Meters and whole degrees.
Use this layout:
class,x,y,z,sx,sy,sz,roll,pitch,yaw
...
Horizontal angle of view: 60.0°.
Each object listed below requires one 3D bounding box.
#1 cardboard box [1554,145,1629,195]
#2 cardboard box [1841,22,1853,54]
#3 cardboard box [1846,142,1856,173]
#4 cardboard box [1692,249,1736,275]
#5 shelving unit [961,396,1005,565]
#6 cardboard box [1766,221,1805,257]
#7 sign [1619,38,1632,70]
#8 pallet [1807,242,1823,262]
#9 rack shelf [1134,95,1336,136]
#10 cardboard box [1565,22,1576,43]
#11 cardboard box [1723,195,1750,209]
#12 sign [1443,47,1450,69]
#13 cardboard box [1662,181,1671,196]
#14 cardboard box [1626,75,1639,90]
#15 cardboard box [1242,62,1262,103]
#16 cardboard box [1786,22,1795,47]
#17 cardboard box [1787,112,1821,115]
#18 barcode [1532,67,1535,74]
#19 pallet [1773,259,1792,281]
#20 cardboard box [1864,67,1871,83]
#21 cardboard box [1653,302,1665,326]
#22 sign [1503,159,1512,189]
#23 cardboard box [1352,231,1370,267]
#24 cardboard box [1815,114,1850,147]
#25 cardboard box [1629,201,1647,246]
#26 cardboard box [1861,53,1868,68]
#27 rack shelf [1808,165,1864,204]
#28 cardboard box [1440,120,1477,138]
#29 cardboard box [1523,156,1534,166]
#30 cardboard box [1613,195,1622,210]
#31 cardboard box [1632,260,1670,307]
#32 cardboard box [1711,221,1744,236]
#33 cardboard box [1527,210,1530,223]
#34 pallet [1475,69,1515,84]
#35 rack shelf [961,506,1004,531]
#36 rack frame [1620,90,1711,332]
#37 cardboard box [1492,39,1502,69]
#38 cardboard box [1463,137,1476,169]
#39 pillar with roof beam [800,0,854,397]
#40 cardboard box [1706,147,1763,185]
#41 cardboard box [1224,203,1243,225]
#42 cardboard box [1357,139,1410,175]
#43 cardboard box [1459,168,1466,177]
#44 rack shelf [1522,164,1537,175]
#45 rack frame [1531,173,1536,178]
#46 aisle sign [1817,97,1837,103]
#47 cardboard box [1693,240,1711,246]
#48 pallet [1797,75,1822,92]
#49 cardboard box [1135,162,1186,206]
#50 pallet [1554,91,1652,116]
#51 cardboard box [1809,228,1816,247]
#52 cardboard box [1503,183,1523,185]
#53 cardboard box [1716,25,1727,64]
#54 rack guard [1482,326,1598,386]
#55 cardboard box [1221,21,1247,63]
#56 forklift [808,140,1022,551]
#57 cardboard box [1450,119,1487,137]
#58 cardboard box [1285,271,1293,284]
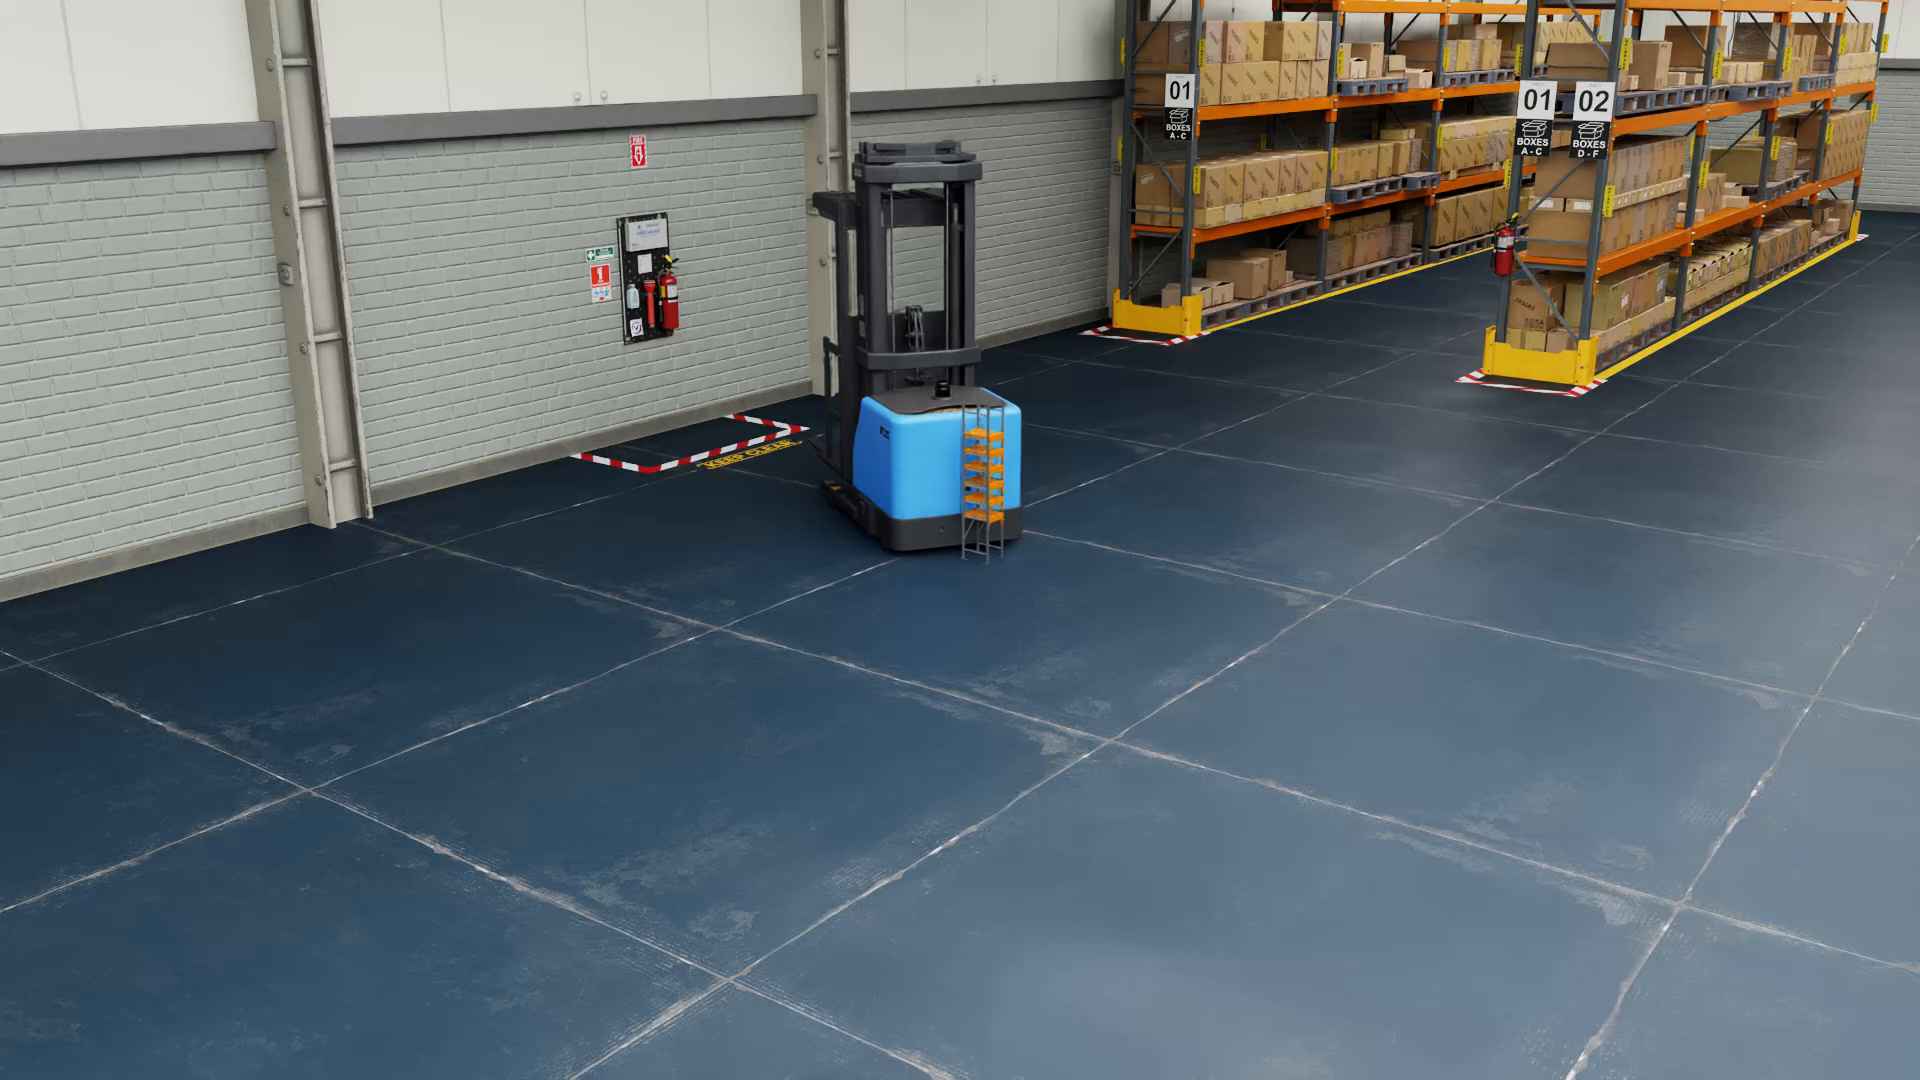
class,x,y,z,sx,sy,sz,roll,pitch,yaw
cardboard box,7.098,-4.174,18.772,0.700,0.500,0.500,12,21,33
cardboard box,14.290,-8.292,27.475,0.700,0.500,0.500,12,21,35
cardboard box,15.347,-6.721,29.161,0.500,0.500,0.500,13,21,35
cardboard box,10.514,-3.907,23.250,0.500,0.311,0.500,12,21,34
shelving unit,0.167,-0.430,12.107,0.258,1.200,0.189,12,21,35
cardboard box,13.254,-4.849,26.775,0.500,0.500,0.500,13,21,35
sign,6.912,-5.048,17.275,0.100,0.325,0.005,12,21,35
pallet,14.029,-4.949,28.325,1.003,0.211,1.213,12,21,35
rack shelf,3.681,-5.699,22.193,1.077,0.370,4.000,12,21,35
cardboard box,11.194,-9.446,31.159,0.500,0.500,0.500,11,21,32
cardboard box,10.922,-4.782,23.508,0.380,0.149,0.250,12,21,35
sign,7.690,-7.622,26.302,0.100,0.325,0.005,12,21,35
cardboard box,8.404,-4.283,20.215,0.380,0.149,0.250,12,21,35
cardboard box,7.312,-5.088,18.493,0.380,0.149,0.250,12,21,35
cardboard box,3.544,-5.905,21.441,0.500,0.500,0.500,14,22,37
cardboard box,12.109,-7.468,24.823,0.500,0.500,0.500,12,21,35
cardboard box,14.617,-7.171,28.924,0.500,0.500,0.500,12,21,34
barcode,6.262,-5.126,18.157,0.001,0.075,0.075,12,21,35
pallet,12.439,-4.294,26.214,1.003,0.211,1.213,12,21,35
cardboard box,15.602,-8.145,29.109,0.500,0.250,0.500,12,21,35
cardboard box,8.446,-2.833,20.737,0.500,0.250,0.500,12,21,35
sign,6.042,-4.025,18.294,0.100,0.325,0.005,12,21,35
cardboard box,5.902,-4.527,25.738,0.700,0.500,0.500,13,21,35
cardboard box,14.740,-6.951,28.214,0.500,0.500,0.500,12,21,33
cardboard box,7.678,-3.785,19.707,0.700,0.500,0.500,13,22,36
cardboard box,15.303,-8.265,28.652,0.500,0.250,0.500,12,21,35
rack shelf,14.811,-6.250,29.026,1.077,0.370,4.000,12,21,35
cardboard box,8.348,-6.907,27.960,0.500,0.250,0.500,13,21,35
cardboard box,9.975,-7.262,30.564,0.980,0.700,0.700,13,21,36
cardboard box,7.181,-3.795,18.644,0.380,0.149,0.250,13,21,35
cardboard box,8.445,-3.192,20.627,0.500,0.500,0.500,12,21,35
cardboard box,11.635,-4.818,25.408,0.500,0.250,0.500,13,22,37
cardboard box,10.469,-6.278,31.408,0.700,0.500,0.500,12,21,34
pallet,9.132,-8.106,29.054,0.805,0.209,1.217,11,21,33
rack shelf,0.167,-0.159,12.191,0.258,0.103,0.180,12,21,35
rack frame,8.853,-4.212,21.250,1.000,3.000,0.127,12,21,35
cardboard box,9.026,-8.492,29.064,0.700,0.500,0.500,11,20,32
cardboard box,8.367,-6.550,28.075,0.500,0.500,0.500,12,21,34
pillar with roof beam,2.094,-5.129,14.085,9.100,9.000,0.400,12,21,35
cardboard box,11.521,-5.583,24.788,0.700,0.500,0.500,5,18,16
cardboard box,3.333,-4.258,21.617,0.500,0.250,0.500,12,21,33
cardboard box,6.672,-6.045,26.243,0.700,0.500,0.500,10,20,30
cardboard box,8.382,-6.278,28.291,0.380,0.149,0.250,13,21,36
rack shelf,10.831,-7.125,31.842,1.077,0.370,4.000,12,21,35
rack frame,12.022,-7.945,33.269,1.000,3.000,0.127,12,21,35
aisle sign,15.808,-8.380,30.287,0.394,0.787,0.004,12,21,35
cardboard box,10.688,-4.247,24.345,0.500,0.311,0.500,13,22,37
pallet,12.559,-7.070,25.711,1.213,0.211,1.003,12,21,35
cardboard box,2.599,-4.580,21.388,0.500,0.500,0.500,12,21,34
pallet,6.912,-4.814,18.278,1.003,0.211,1.213,12,21,35
cardboard box,14.043,-5.105,27.918,0.500,0.311,0.500,12,21,35
cardboard box,10.541,-6.718,31.732,0.380,0.149,0.250,13,21,35
cardboard box,9.573,-6.411,21.554,0.500,0.500,0.500,15,23,40
rack guard,6.455,-2.060,18.534,1.175,0.500,0.348,12,21,35
cardboard box,3.253,-6.261,20.900,0.500,0.500,0.500,12,21,34
forklift,-0.520,-1.715,13.325,1.130,2.935,3.031,-6,18,-20
cardboard box,8.647,-7.030,28.355,0.500,0.250,0.500,12,21,34
cardboard box,4.578,-3.811,23.993,0.380,0.166,0.250,9,20,28
